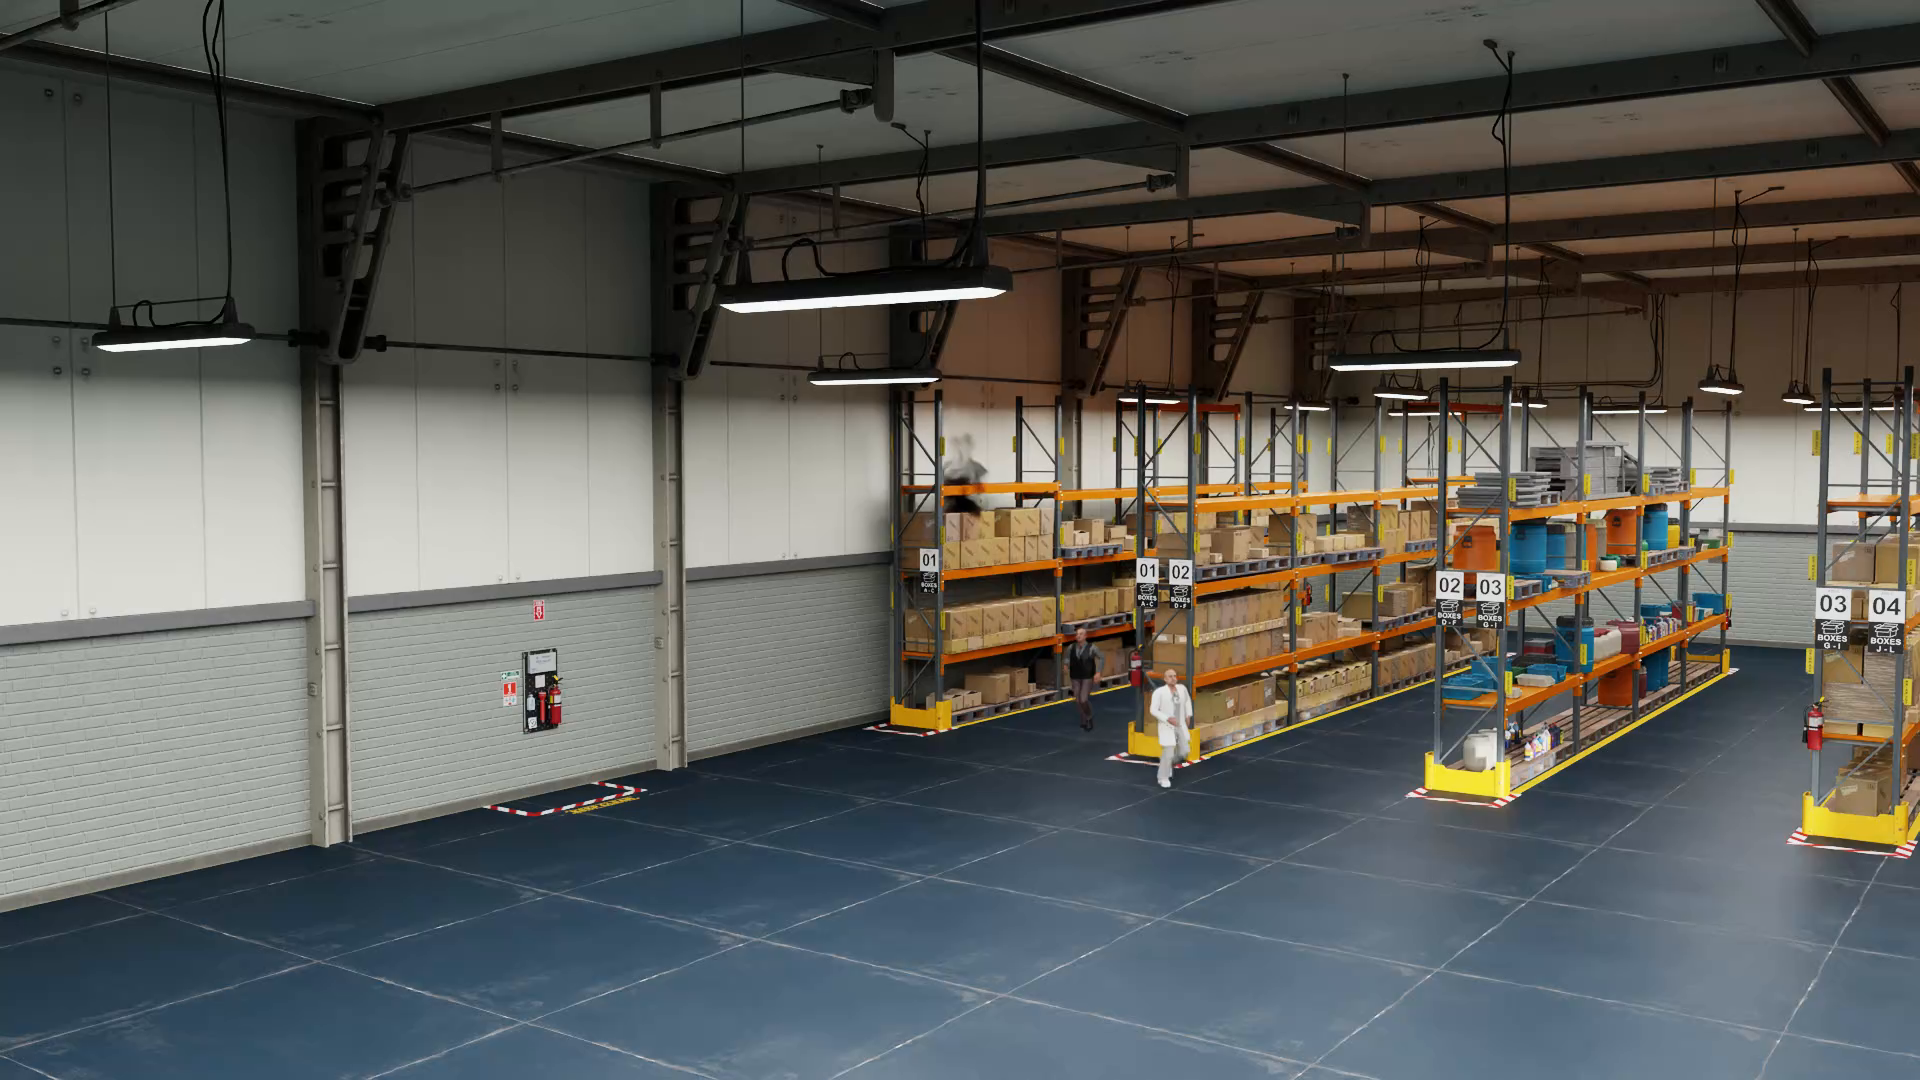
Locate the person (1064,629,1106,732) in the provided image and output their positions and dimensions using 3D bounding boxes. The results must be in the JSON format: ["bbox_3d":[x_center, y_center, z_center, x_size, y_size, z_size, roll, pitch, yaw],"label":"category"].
[{"bbox_3d":[2.015,2.320,27.577,0.689,1.704,0.663,2,4,30],"label":"person"}]

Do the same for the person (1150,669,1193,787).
[{"bbox_3d":[3.127,2.757,24.284,0.740,1.739,0.674,-1,3,-19],"label":"person"}]
